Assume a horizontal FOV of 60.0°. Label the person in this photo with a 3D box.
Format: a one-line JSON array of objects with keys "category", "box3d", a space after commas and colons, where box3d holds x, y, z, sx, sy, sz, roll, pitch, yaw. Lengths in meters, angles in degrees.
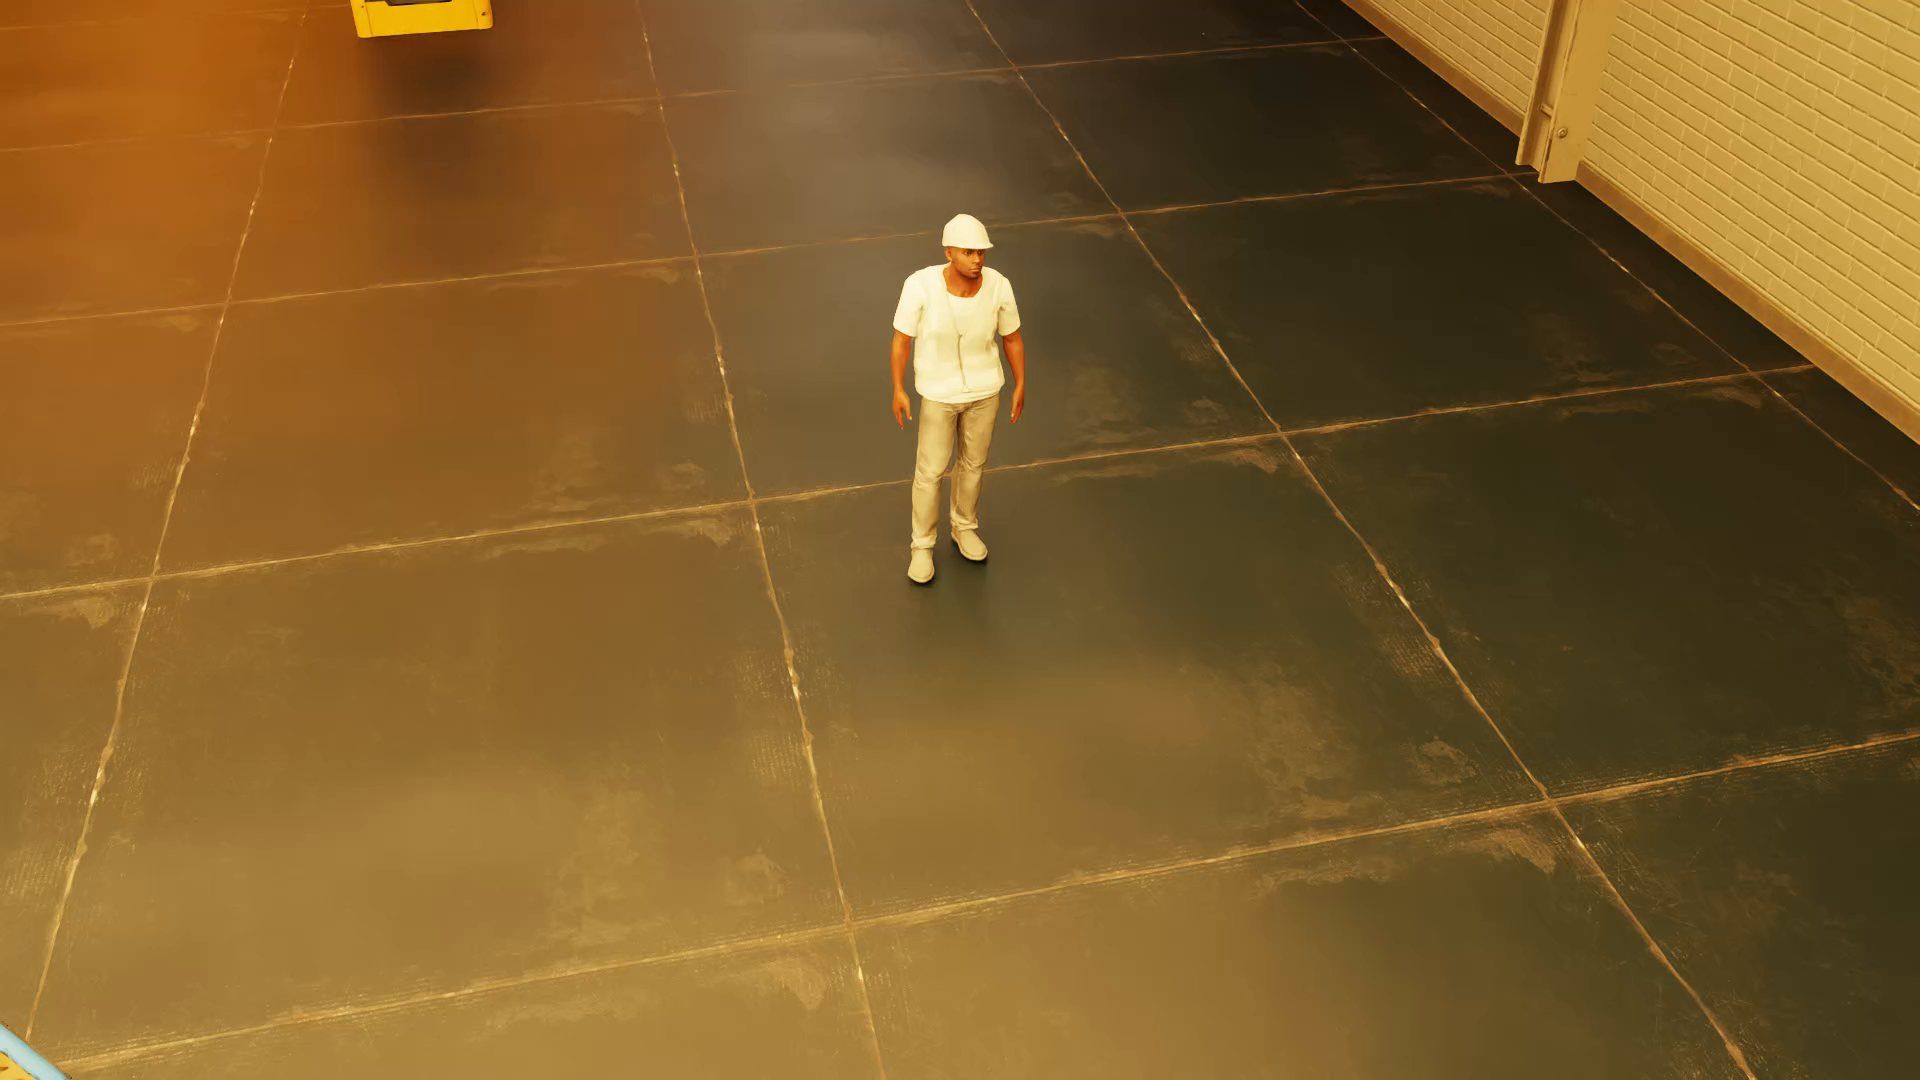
[{"category": "person", "box3d": [0.009, -0.683, 7.983, 0.665, 1.765, 0.577, -8, 36, -11]}]
